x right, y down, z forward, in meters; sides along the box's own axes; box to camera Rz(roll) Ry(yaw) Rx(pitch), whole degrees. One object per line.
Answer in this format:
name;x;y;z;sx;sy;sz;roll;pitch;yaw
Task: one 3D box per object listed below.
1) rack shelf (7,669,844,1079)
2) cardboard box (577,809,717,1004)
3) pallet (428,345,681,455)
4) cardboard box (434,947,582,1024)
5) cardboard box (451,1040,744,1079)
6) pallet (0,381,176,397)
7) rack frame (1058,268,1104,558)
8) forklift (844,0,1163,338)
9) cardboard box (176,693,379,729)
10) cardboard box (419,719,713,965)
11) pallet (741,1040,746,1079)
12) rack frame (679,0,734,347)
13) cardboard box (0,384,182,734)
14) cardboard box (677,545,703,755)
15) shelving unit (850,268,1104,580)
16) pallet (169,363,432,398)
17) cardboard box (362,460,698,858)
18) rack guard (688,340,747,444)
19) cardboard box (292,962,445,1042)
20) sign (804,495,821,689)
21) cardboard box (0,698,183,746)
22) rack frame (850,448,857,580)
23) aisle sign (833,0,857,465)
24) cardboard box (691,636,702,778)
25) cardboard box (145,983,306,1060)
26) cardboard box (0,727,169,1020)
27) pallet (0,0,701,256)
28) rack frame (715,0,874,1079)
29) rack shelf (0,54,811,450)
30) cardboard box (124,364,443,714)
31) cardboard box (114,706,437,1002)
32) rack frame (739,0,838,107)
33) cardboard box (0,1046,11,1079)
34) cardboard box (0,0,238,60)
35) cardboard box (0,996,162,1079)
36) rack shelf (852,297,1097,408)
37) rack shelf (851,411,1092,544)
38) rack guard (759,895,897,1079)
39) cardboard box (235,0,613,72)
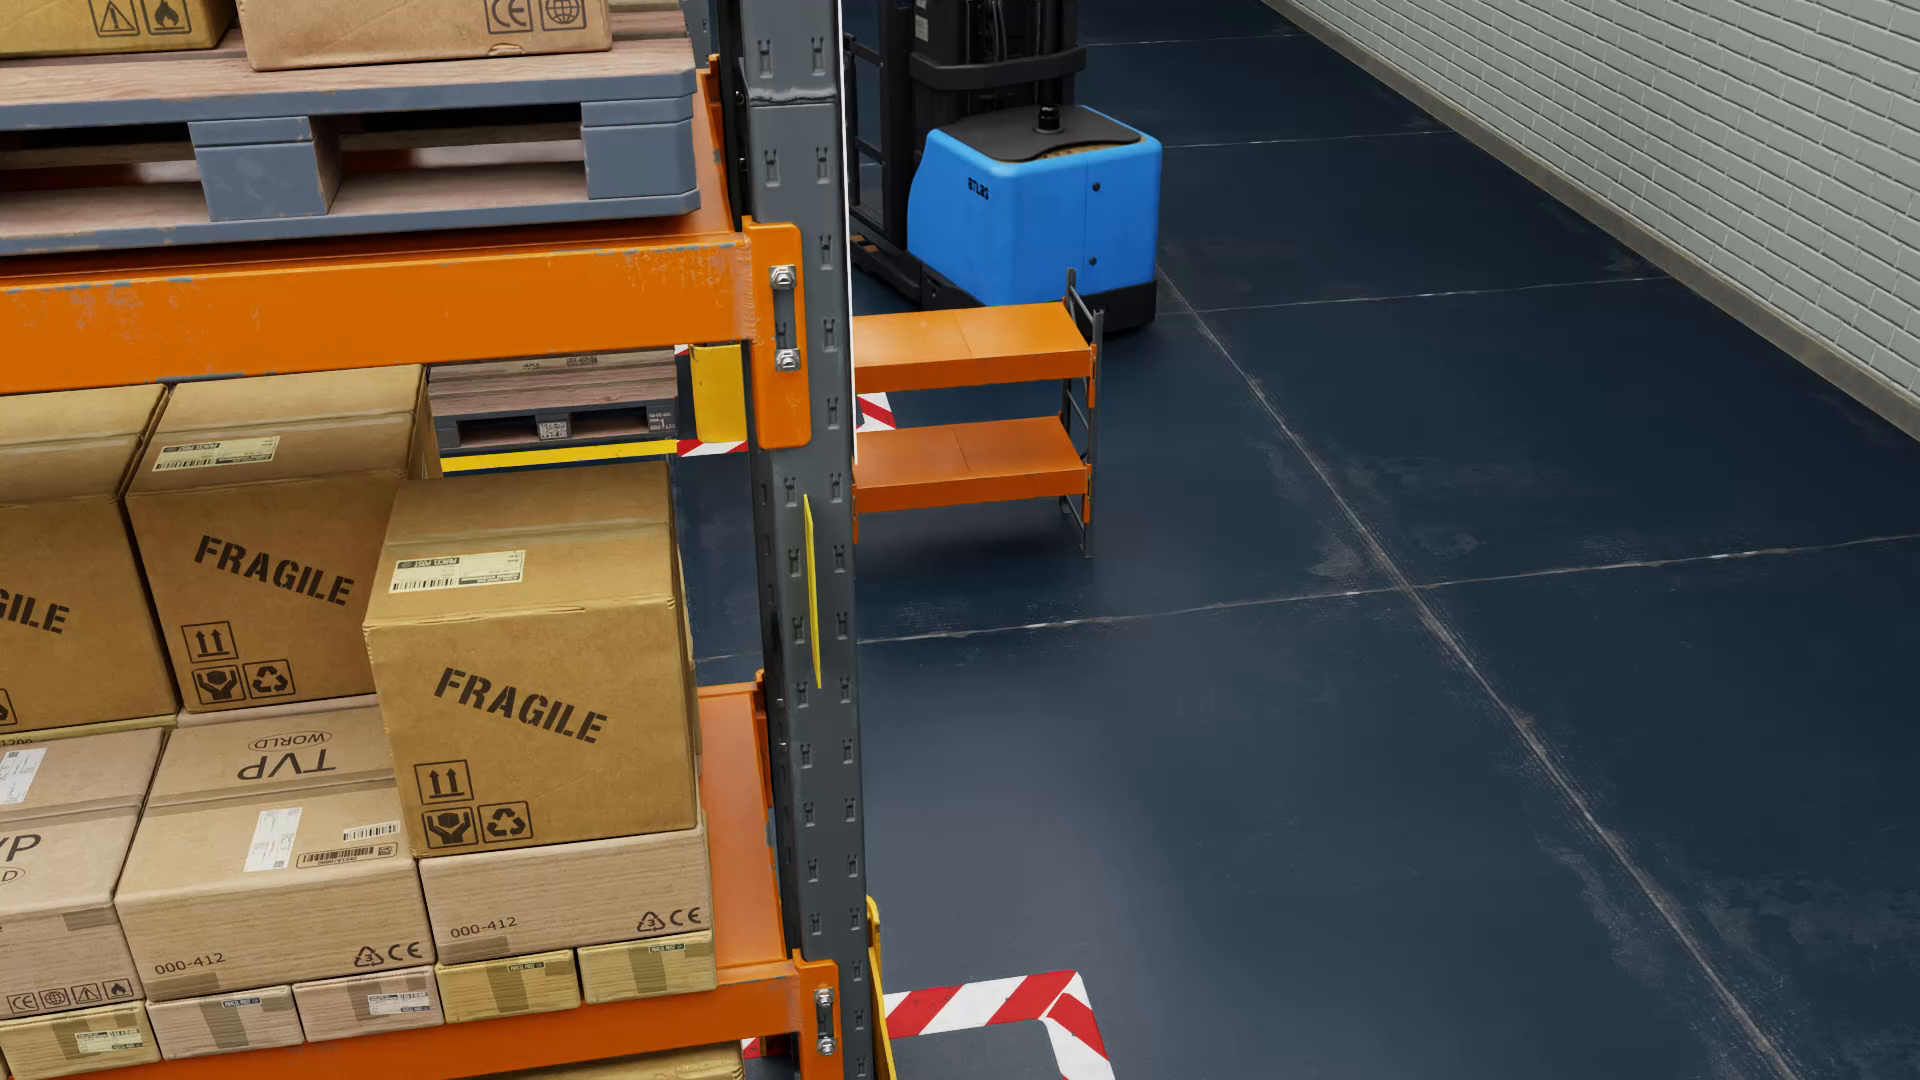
rack shelf;-2.297;0.910;3.454;4.000;0.370;1.077;-5;31;-9
cardboard box;-0.621;0.722;3.311;0.250;0.149;0.380;-5;31;-8
pallet;-2.040;-0.795;8.393;1.213;0.211;1.003;-5;31;-9
cardboard box;-0.876;0.746;3.269;0.250;0.149;0.380;-5;31;-8
cardboard box;-0.945;1.250;3.847;0.875;0.875;0.875;-5;31;-9
pallet;-4.440;-0.572;8.014;1.213;0.211;1.003;-5;31;-9
rack frame;0.507;-0.532;7.045;0.032;1.125;0.500;-5;31;-9
forklift;-0.062;-2.962;9.395;1.130;2.935;3.031;-15;34;-24
cardboard box;-1.361;0.313;3.612;0.500;0.250;0.500;-6;31;-10
cardboard box;-0.759;0.530;3.244;0.500;0.250;0.500;-6;31;-10
pallet;-1.102;1.731;4.098;1.213;0.211;1.003;-5;31;-9
rack frame;-1.222;-2.053;7.781;0.127;3.000;1.000;-5;31;-9
cardboard box;-1.851;0.035;3.345;0.500;0.500;0.500;-6;31;-10
cardboard box;-0.850;0.262;3.699;0.500;0.250;0.500;-6;31;-10
shelving unit;0.007;-0.486;6.966;1.048;1.125;0.538;-5;31;-9
pallet;-3.238;-0.685;8.207;1.213;0.211;1.003;-5;31;-9
cardboard box;-0.762;0.206;3.056;0.500;0.500;0.500;-5;31;-8
rack guard;-1.201;-0.984;8.430;0.348;0.500;1.175;-5;31;-9
cardboard box;-1.124;0.769;3.231;0.250;0.149;0.380;-5;31;-9
sign;-0.246;0.087;2.766;0.005;0.325;0.100;-5;31;-9
cardboard box;-1.855;0.357;3.537;0.500;0.250;0.500;-6;31;-11
rack frame;-0.493;-0.439;6.887;0.032;1.125;0.500;-5;31;-9
aisle sign;-0.205;-0.561;2.680;0.004;0.787;0.394;-5;31;-9
cardboard box;-0.738;0.393;3.870;0.250;0.149;0.380;-5;31;-8
cardboard box;-1.370;0.791;3.193;0.250;0.149;0.380;-5;31;-8
cardboard box;-1.758;0.622;3.087;0.500;0.250;0.500;-6;31;-11
pallet;-1.058;-0.765;2.720;1.213;0.211;1.003;-5;31;-9
rack frame;-0.330;0.417;3.582;0.127;3.000;1.000;-5;31;-9
rack shelf;-2.297;-0.383;2.693;4.000;0.370;1.077;-5;31;-9
cardboard box;-1.342;-0.015;3.431;0.500;0.500;0.500;-6;31;-10
cardboard box;-1.258;0.576;3.166;0.500;0.250;0.500;-6;31;-10
rack frame;-0.330;-2.169;2.061;0.127;3.000;1.000;-5;31;-9
cardboard box;-1.880;0.840;3.110;0.250;0.149;0.380;-5;31;-9
cardboard box;-1.407;-1.078;2.553;0.500;0.500;0.700;-6;31;-11
cardboard box;-1.625;0.816;3.151;0.250;0.149;0.380;-6;31;-10
rack shelf;0.007;-0.738;6.818;1.000;0.278;0.538;-5;31;-9
rack shelf;0.007;-0.275;7.090;1.000;0.278;0.538;-5;31;-9
rack guard;-0.306;1.492;4.219;0.348;0.500;1.175;-5;31;-9
cardboard box;-0.832;-1.069;2.538;0.500;0.500;0.700;-7;31;-12
